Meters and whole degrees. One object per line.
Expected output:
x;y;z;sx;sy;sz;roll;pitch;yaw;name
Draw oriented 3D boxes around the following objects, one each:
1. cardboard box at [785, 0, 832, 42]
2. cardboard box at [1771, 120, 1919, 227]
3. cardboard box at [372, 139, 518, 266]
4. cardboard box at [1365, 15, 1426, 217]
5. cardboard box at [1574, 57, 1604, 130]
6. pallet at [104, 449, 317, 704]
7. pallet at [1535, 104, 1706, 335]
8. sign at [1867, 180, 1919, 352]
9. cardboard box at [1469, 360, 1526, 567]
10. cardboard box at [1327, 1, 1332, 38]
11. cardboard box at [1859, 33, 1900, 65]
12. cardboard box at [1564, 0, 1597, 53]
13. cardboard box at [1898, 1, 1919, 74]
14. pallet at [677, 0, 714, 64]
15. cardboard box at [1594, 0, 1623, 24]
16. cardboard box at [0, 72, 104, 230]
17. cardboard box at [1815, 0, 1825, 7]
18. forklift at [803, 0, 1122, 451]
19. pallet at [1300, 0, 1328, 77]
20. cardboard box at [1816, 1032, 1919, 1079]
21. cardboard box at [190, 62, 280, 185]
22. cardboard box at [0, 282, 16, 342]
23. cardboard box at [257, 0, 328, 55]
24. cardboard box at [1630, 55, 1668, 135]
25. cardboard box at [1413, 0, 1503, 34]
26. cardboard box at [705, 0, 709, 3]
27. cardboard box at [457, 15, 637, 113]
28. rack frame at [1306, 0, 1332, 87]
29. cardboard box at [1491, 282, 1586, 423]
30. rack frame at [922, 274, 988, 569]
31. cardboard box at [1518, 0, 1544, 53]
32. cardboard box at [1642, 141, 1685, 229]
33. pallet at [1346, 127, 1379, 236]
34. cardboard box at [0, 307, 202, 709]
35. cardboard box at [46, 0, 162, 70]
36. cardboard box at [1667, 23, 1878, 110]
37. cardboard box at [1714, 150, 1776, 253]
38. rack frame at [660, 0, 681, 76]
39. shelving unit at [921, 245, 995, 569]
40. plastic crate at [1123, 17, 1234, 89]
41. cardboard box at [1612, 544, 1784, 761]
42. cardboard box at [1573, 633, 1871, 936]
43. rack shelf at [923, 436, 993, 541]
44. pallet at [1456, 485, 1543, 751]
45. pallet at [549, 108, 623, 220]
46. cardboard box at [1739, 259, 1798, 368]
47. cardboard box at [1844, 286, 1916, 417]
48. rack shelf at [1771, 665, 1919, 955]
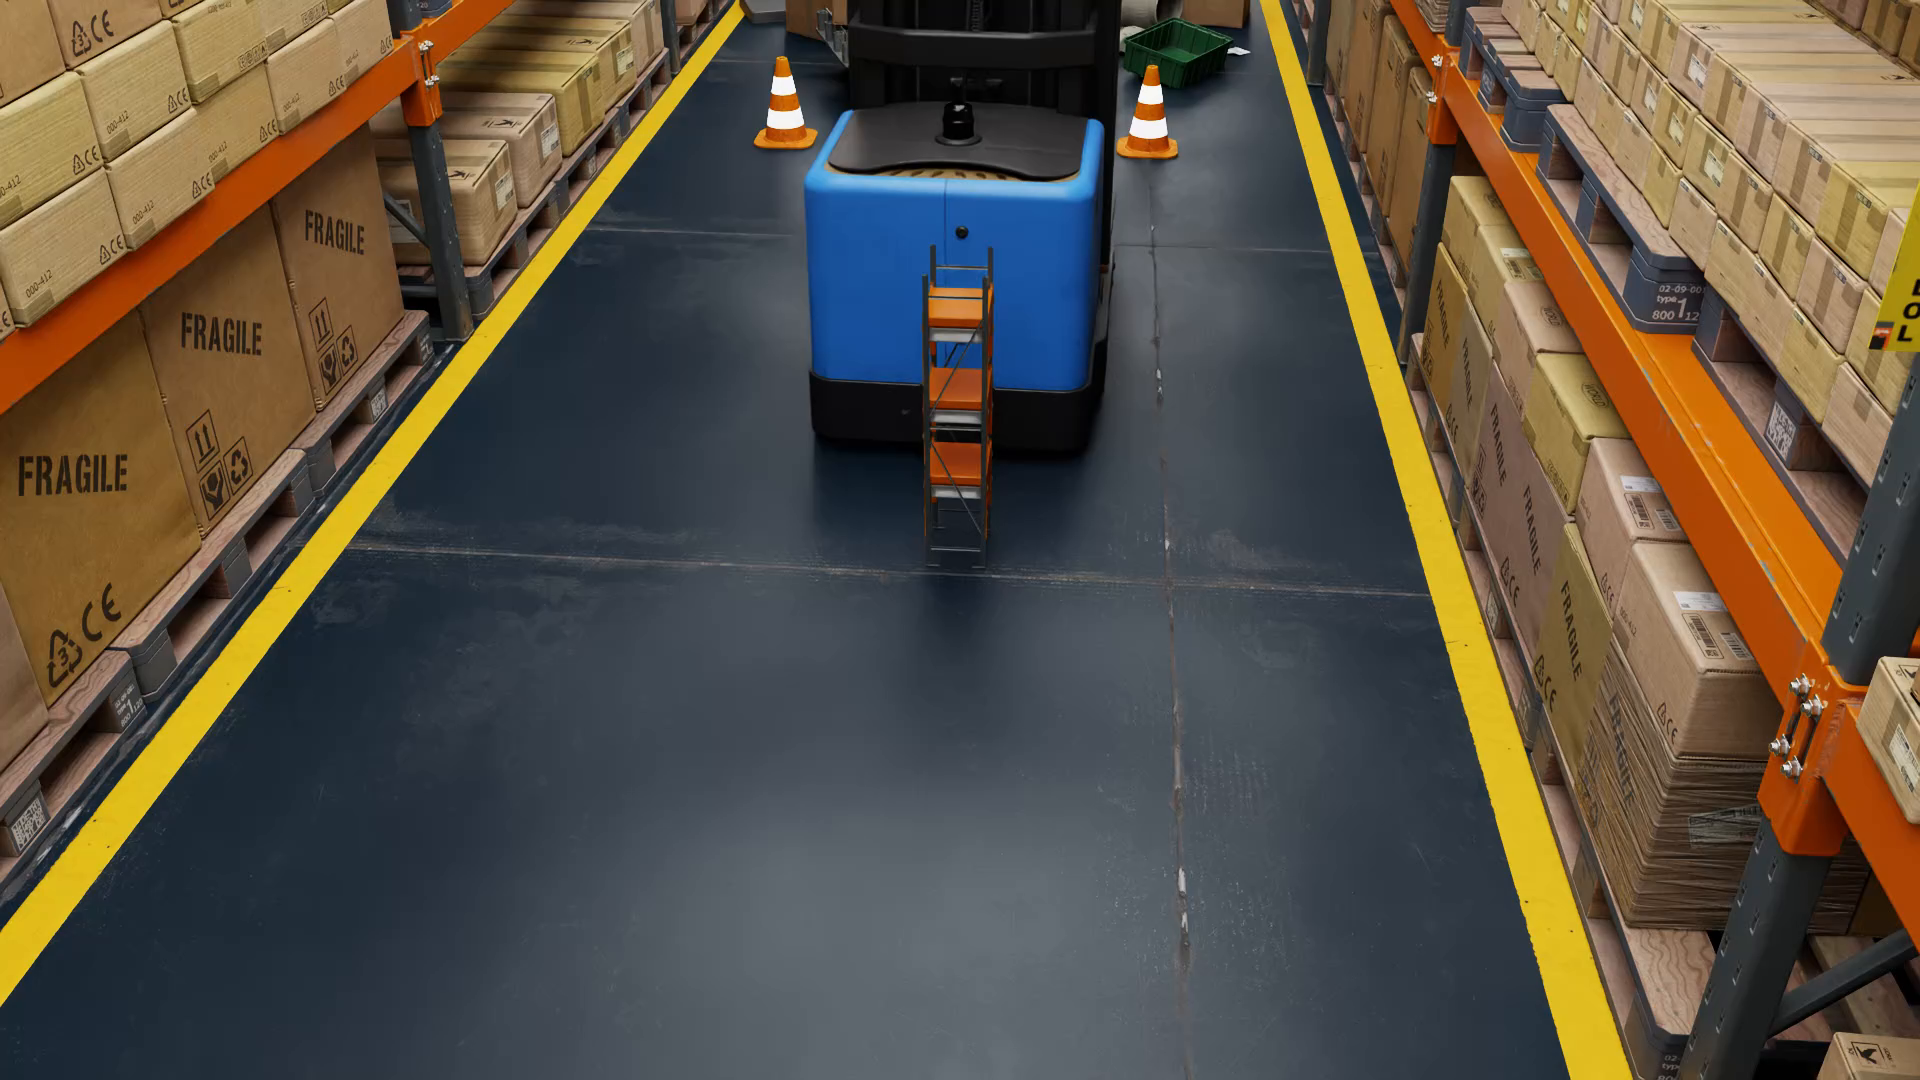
-0.838;-3.698;11.271;0.500;0.500;0.500;27;41;37;cardboard box
1.891;-0.736;3.357;0.380;0.149;0.250;1;32;2;cardboard box
-2.551;-1.522;7.465;0.950;0.372;0.625;0;32;1;cardboard box
2.542;-2.001;7.882;1.050;0.750;0.750;3;32;5;cardboard box
2.014;-1.293;4.828;0.380;0.149;0.250;3;32;6;cardboard box
-2.849;0.065;5.443;1.003;0.211;1.213;2;32;4;pallet
2.214;-0.890;4.518;1.003;0.211;1.213;2;32;4;pallet
1.455;-0.431;2.487;0.100;0.325;0.005;2;32;4;sign
1.948;-0.232;5.250;0.500;0.500;0.500;2;32;3;cardboard box
2.781;-3.700;10.520;0.875;0.875;0.875;3;32;5;cardboard box
2.645;-1.254;4.482;0.380;0.149;0.250;3;32;5;cardboard box
2.036;-1.549;4.960;0.380;0.149;0.250;3;32;4;cardboard box
2.622;-1.245;4.184;0.380;0.149;0.250;3;32;5;cardboard box
-2.262;-3.424;11.105;1.003;0.211;1.213;2;32;4;pallet
2.018;-1.551;4.680;0.380;0.149;0.250;4;32;6;cardboard box
-2.534;-0.979;4.146;0.500;0.250;0.500;3;32;5;cardboard box
2.689;-1.650;4.840;0.380;0.149;0.250;3;32;5;cardboard box
0.124;-2.331;6.739;1.130;2.935;3.031;4;32;6;forklift
2.800;-3.307;10.915;1.003;0.211;1.213;2;32;4;pallet
1.774;1.036;2.960;0.380;0.149;0.250;4;32;6;cardboard box
-2.473;-1.297;5.139;0.500;0.250;0.500;2;32;3;cardboard box
-2.593;-0.501;3.847;0.500;0.250;0.500;2;32;3;cardboard box
-2.432;-1.784;5.451;0.500;0.250;0.500;2;32;3;cardboard box
1.974;-1.148;4.309;0.380;0.149;0.250;4;32;6;cardboard box
2.104;-2.298;6.524;0.500;0.500;0.500;2;32;4;cardboard box
-1.932;-3.843;11.348;0.500;0.250;0.500;4;32;7;cardboard box
-2.377;-2.668;9.325;0.950;0.372;0.625;4;32;7;cardboard box
2.660;-4.100;9.544;1.000;3.000;0.127;2;32;4;rack frame
1.943;-0.569;5.081;0.500;0.250;0.500;3;32;4;cardboard box
-0.014;-0.355;5.326;0.200;1.050;0.008;2;32;4;rack frame
2.075;-1.715;5.512;0.380;0.149;0.250;4;32;6;cardboard box
1.947;-0.886;4.168;0.380;0.149;0.250;4;32;6;cardboard box
2.576;-1.866;8.577;1.003;0.211;1.213;2;32;4;pallet
-2.896;-0.150;4.759;0.875;0.875;0.875;3;32;5;cardboard box
-2.518;-1.561;4.376;0.500;0.500;0.500;2;32;3;cardboard box
1.954;-1.142;4.015;0.380;0.149;0.250;1;32;2;cardboard box
1.906;-0.742;3.651;0.380;0.149;0.250;1;32;2;cardboard box
-2.282;-4.259;9.801;1.000;3.000;0.127;2;32;4;rack frame
-0.004;-0.419;5.429;0.215;1.050;0.252;2;32;4;shelving unit
1.369;-3.074;10.505;0.450;0.188;0.662;29;41;23;plastic crate
1.818;0.249;3.754;0.500;0.250;0.500;2;32;3;cardboard box
1.818;0.571;3.947;0.500;0.500;0.500;2;32;3;cardboard box
-0.004;-0.173;5.581;0.215;0.259;0.240;2;32;4;rack shelf
2.168;0.224;5.186;1.003;0.211;1.213;2;32;4;pallet
-2.440;-2.025;8.834;1.003;0.211;1.213;2;32;4;pallet
1.887;-0.471;3.494;0.380;0.149;0.250;2;32;4;cardboard box
1.844;-0.332;2.985;0.380;0.149;0.250;3;32;5;cardboard box
1.846;1.435;1.248;1.077;0.370;4.000;2;32;4;rack shelf
